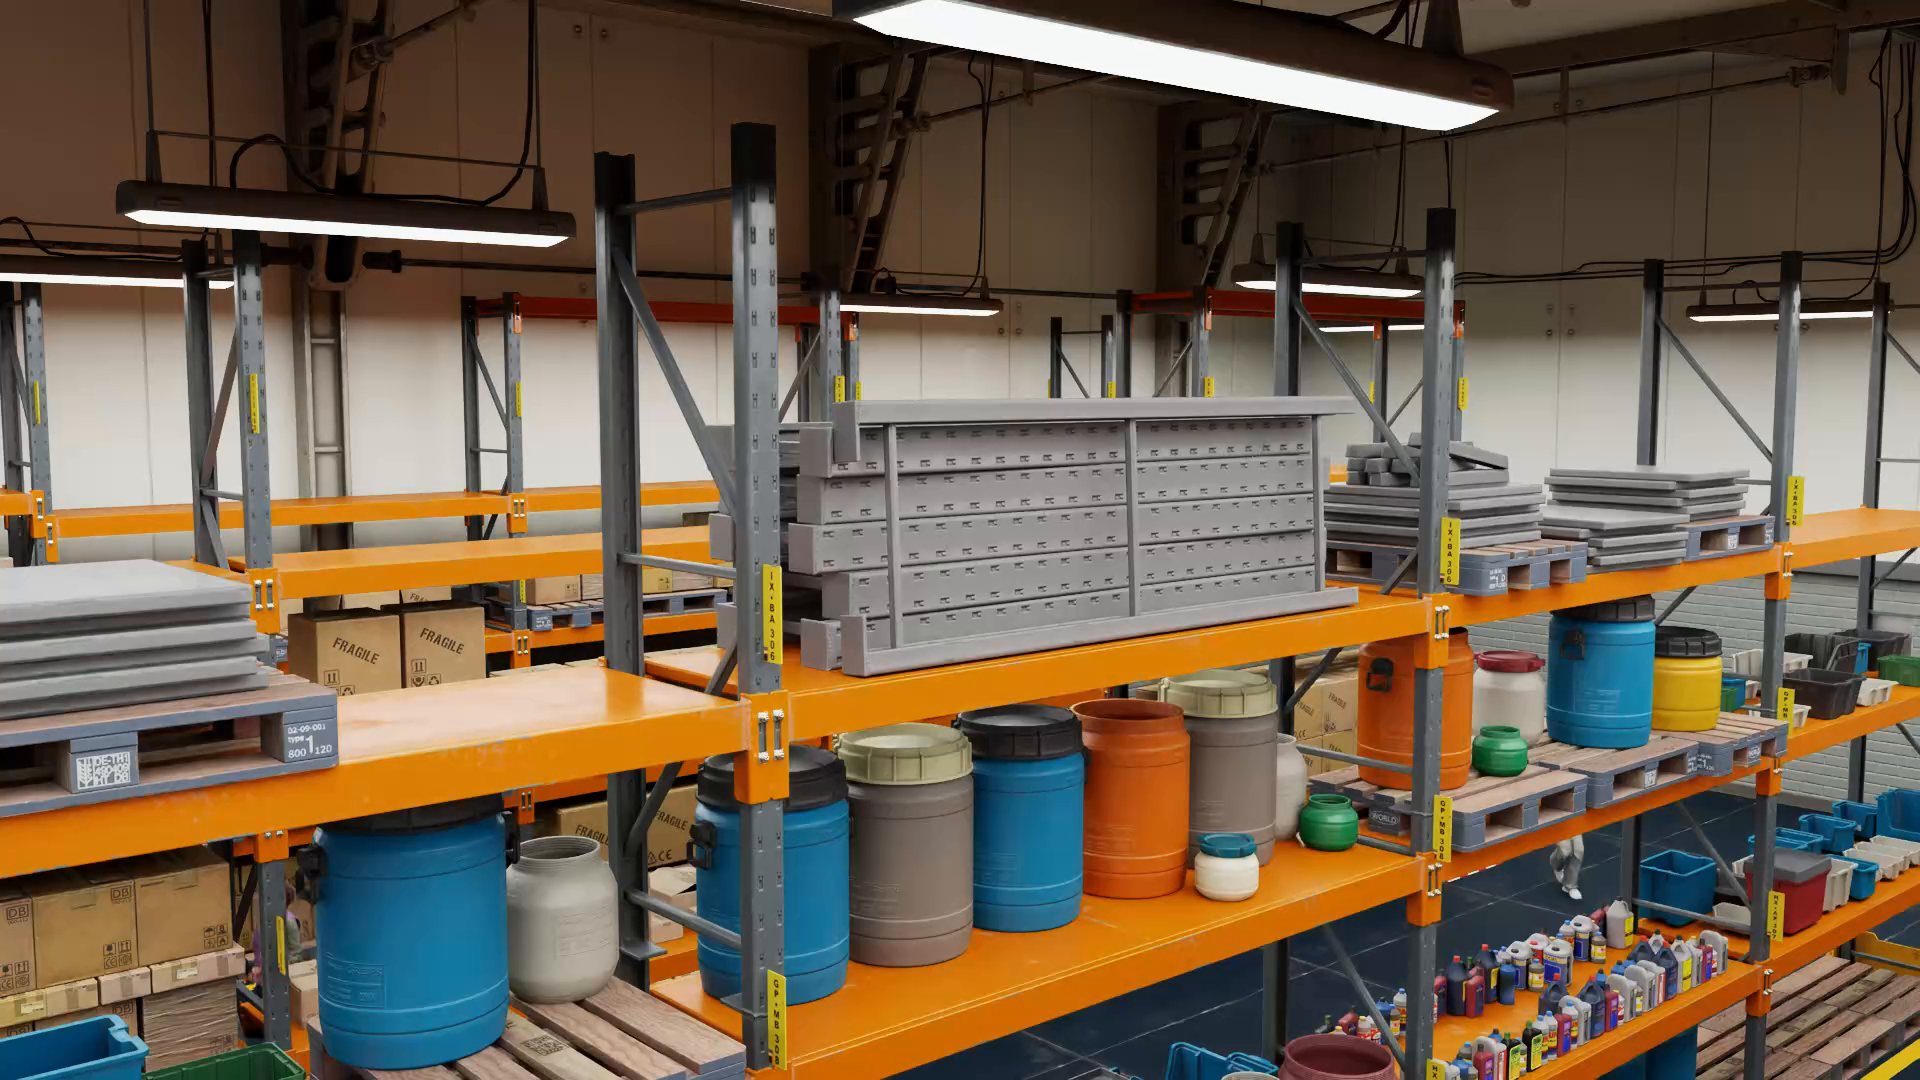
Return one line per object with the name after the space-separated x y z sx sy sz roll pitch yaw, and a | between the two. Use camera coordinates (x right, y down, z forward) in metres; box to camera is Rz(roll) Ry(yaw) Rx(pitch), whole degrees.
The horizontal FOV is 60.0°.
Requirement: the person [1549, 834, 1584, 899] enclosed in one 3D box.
6.055 2.787 16.800 0.597 1.628 0.520 -1 5 -6 | person

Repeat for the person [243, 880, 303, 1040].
-5.006 3.253 12.122 0.532 1.534 0.546 5 7 41 | person
